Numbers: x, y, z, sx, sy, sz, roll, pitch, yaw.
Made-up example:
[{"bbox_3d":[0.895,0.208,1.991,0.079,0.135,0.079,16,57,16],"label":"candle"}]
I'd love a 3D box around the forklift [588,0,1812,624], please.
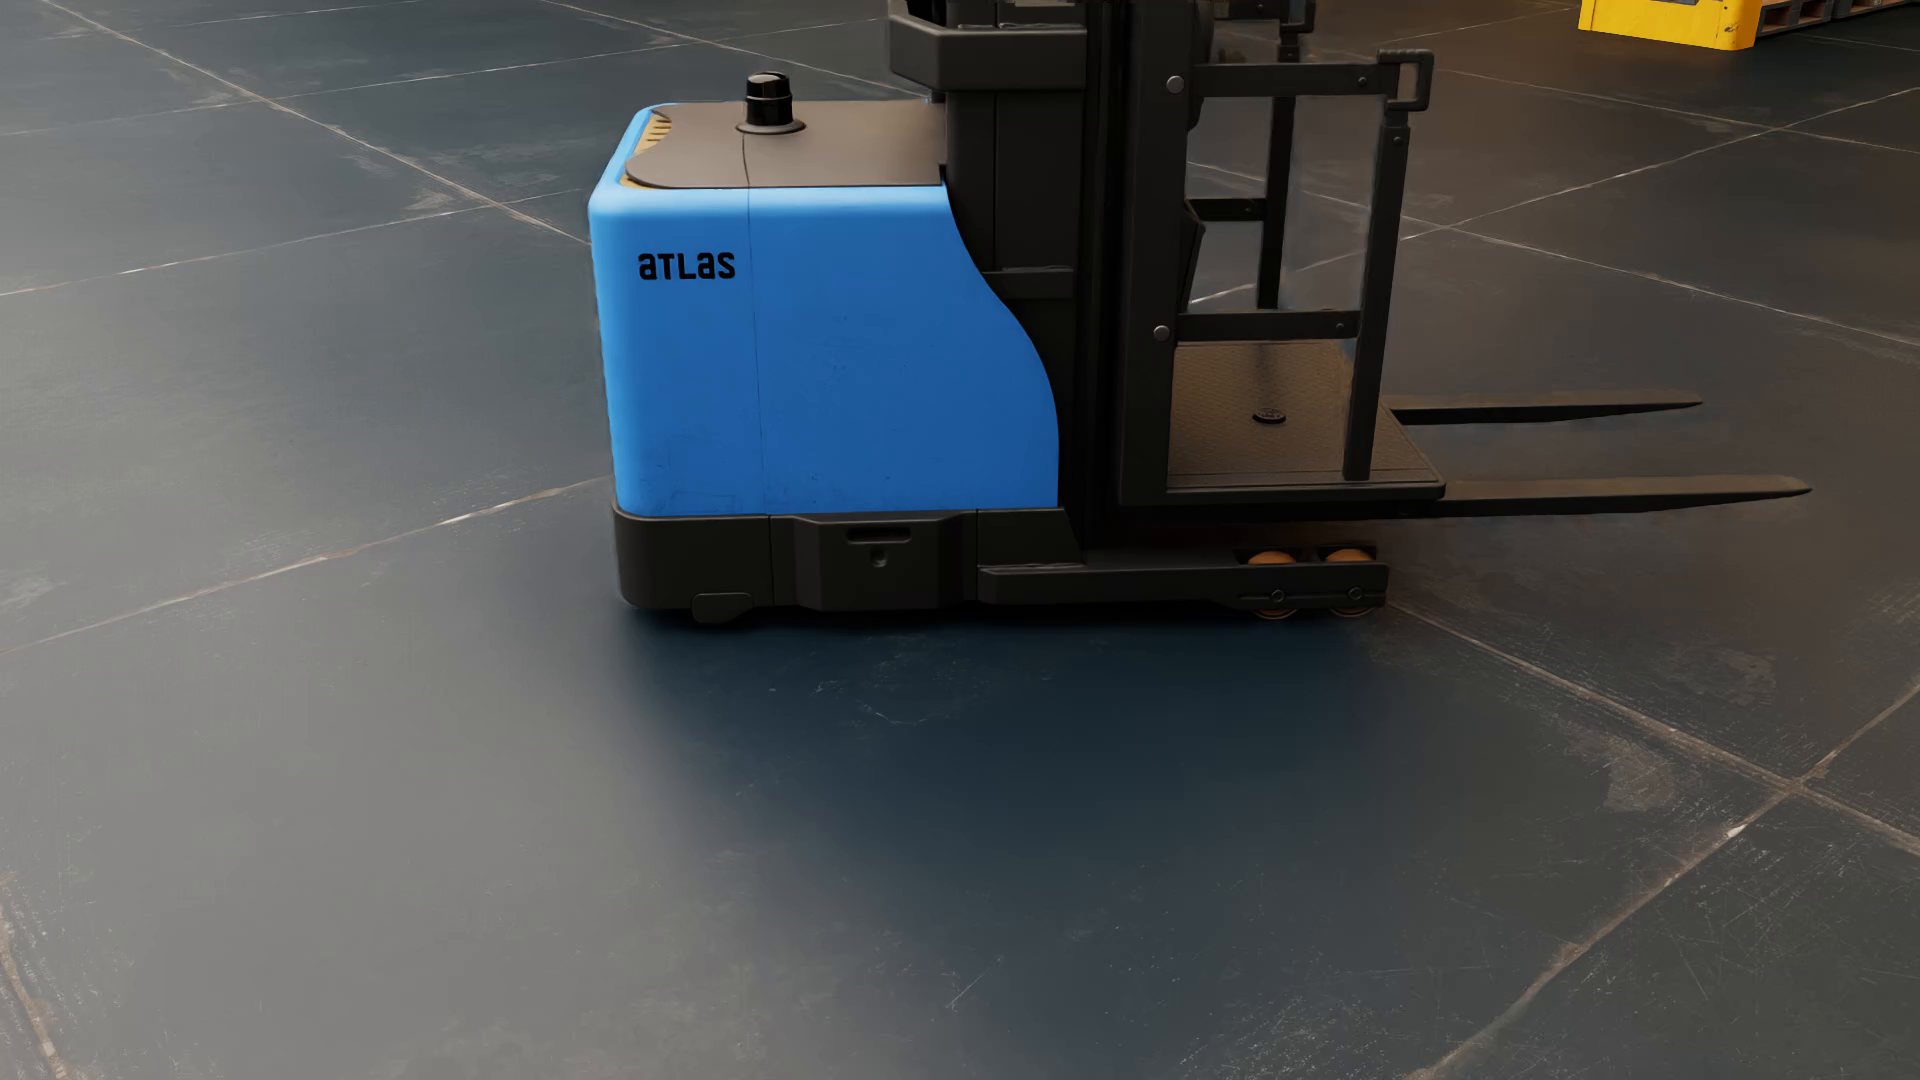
[{"bbox_3d":[0.654,-1.351,3.925,3.031,2.935,1.130,-2,26,-3],"label":"forklift"}]
